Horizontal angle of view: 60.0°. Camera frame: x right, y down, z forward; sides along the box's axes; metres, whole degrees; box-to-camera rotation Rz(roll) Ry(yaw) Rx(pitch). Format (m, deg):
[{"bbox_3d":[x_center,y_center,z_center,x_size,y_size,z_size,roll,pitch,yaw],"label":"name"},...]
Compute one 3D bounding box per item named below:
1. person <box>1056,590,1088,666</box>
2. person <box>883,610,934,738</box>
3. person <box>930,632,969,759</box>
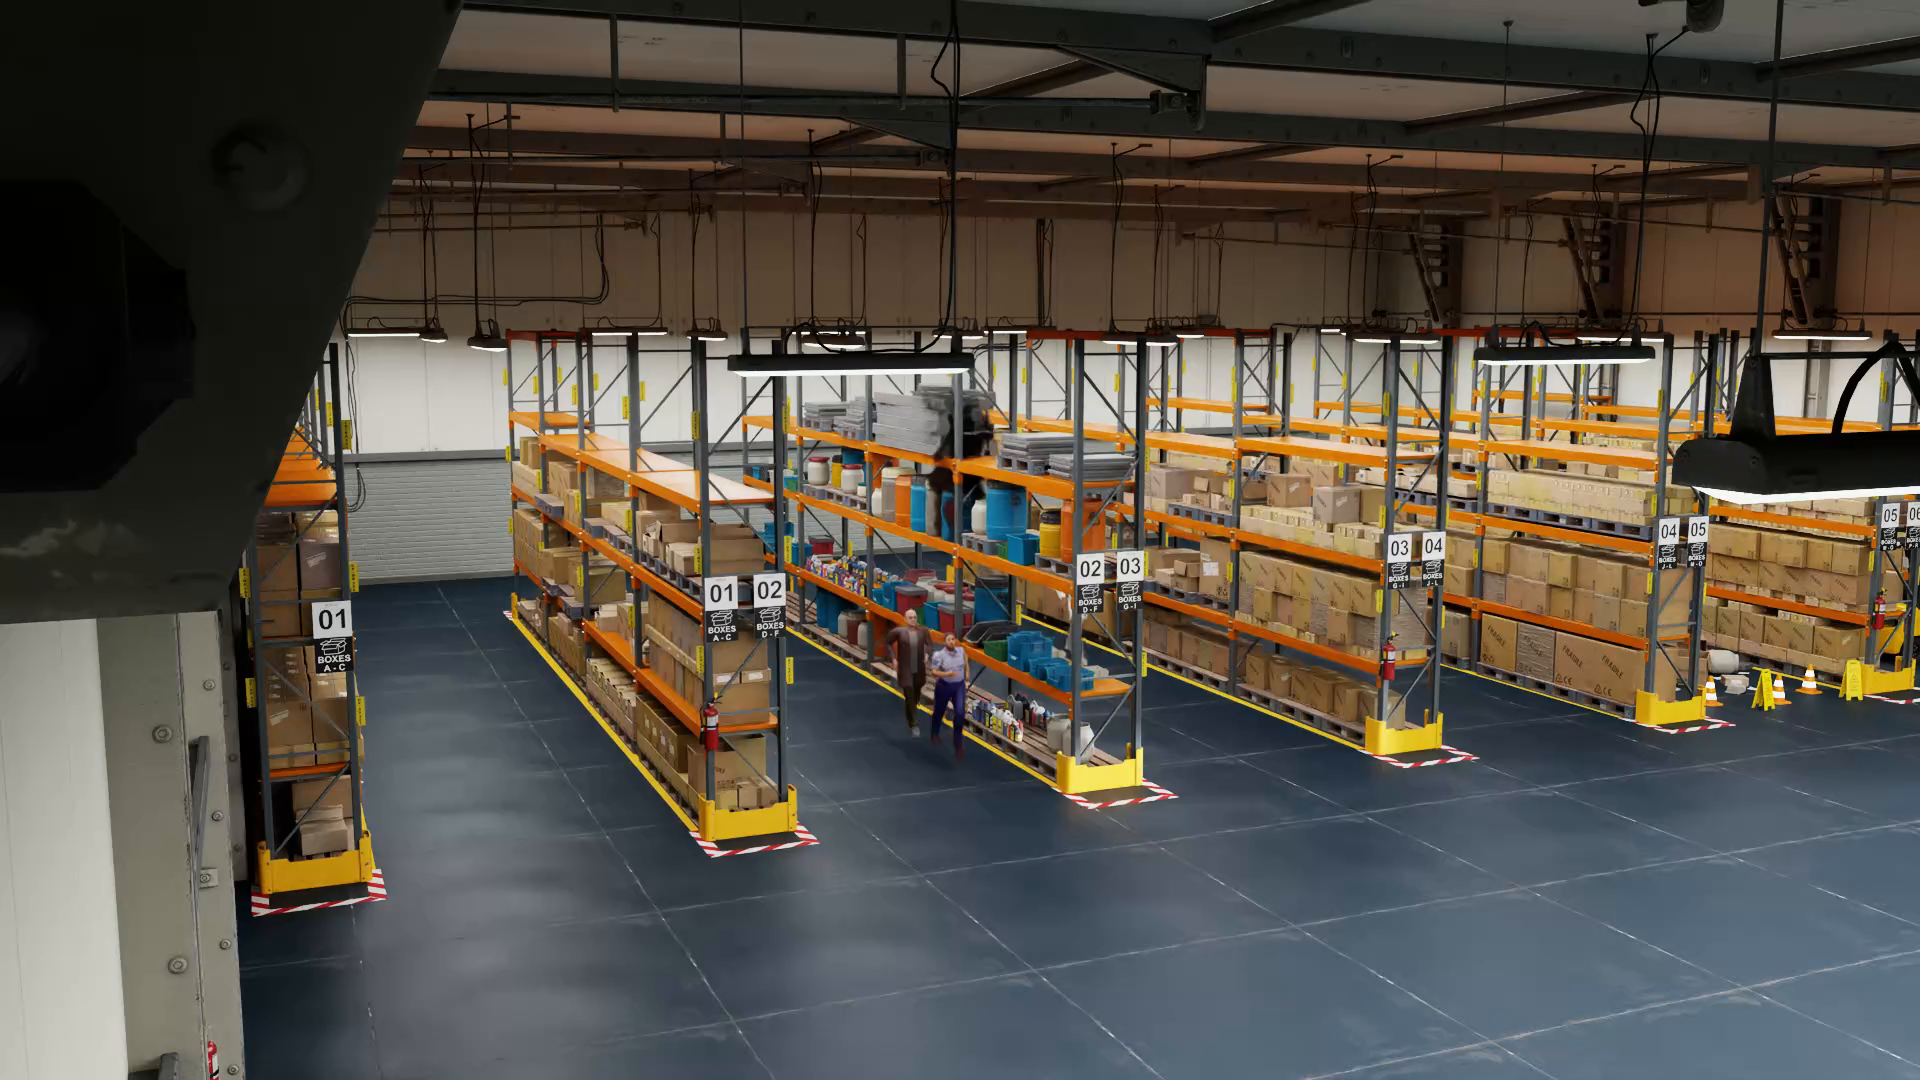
[{"bbox_3d":[2.075,1.218,29.127,0.672,1.891,0.819,-6,10,-37],"label":"person"},{"bbox_3d":[-0.711,1.905,24.073,0.716,1.823,0.868,-3,8,-20],"label":"person"},{"bbox_3d":[-0.127,2.131,23.104,0.608,1.763,0.827,-3,8,-18],"label":"person"}]
